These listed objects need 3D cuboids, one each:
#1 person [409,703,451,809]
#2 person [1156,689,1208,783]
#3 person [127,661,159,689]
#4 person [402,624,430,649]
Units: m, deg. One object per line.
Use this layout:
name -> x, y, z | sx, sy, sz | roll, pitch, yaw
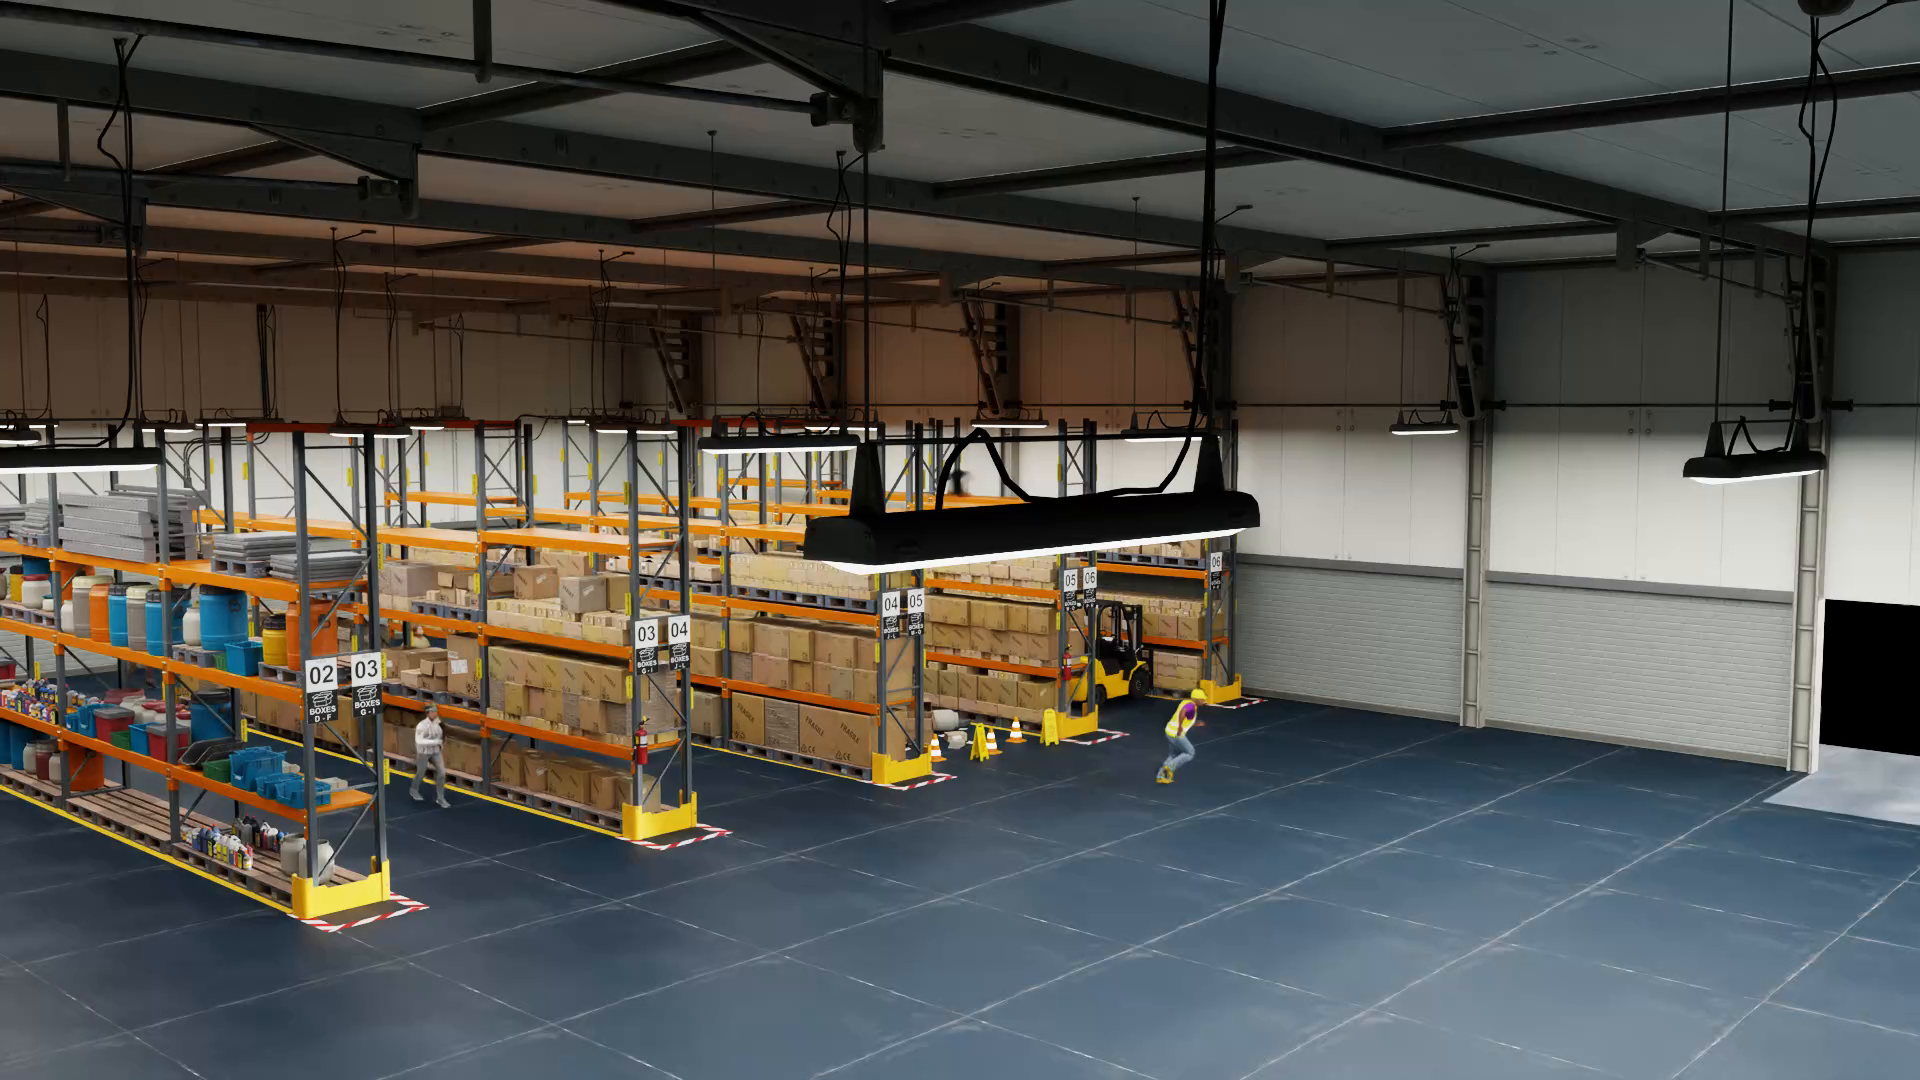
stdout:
person -> -8.379, 3.366, 26.170 | 0.936, 1.682, 0.602 | 4, 6, 39
person -> 3.704, 3.276, 27.651 | 0.879, 1.578, 0.739 | -1, 5, -7
person -> -18.208, 2.497, 36.848 | 0.780, 1.690, 0.647 | 0, 5, 1
person -> -11.438, 2.625, 35.173 | 0.688, 1.688, 0.568 | 3, 6, 35
